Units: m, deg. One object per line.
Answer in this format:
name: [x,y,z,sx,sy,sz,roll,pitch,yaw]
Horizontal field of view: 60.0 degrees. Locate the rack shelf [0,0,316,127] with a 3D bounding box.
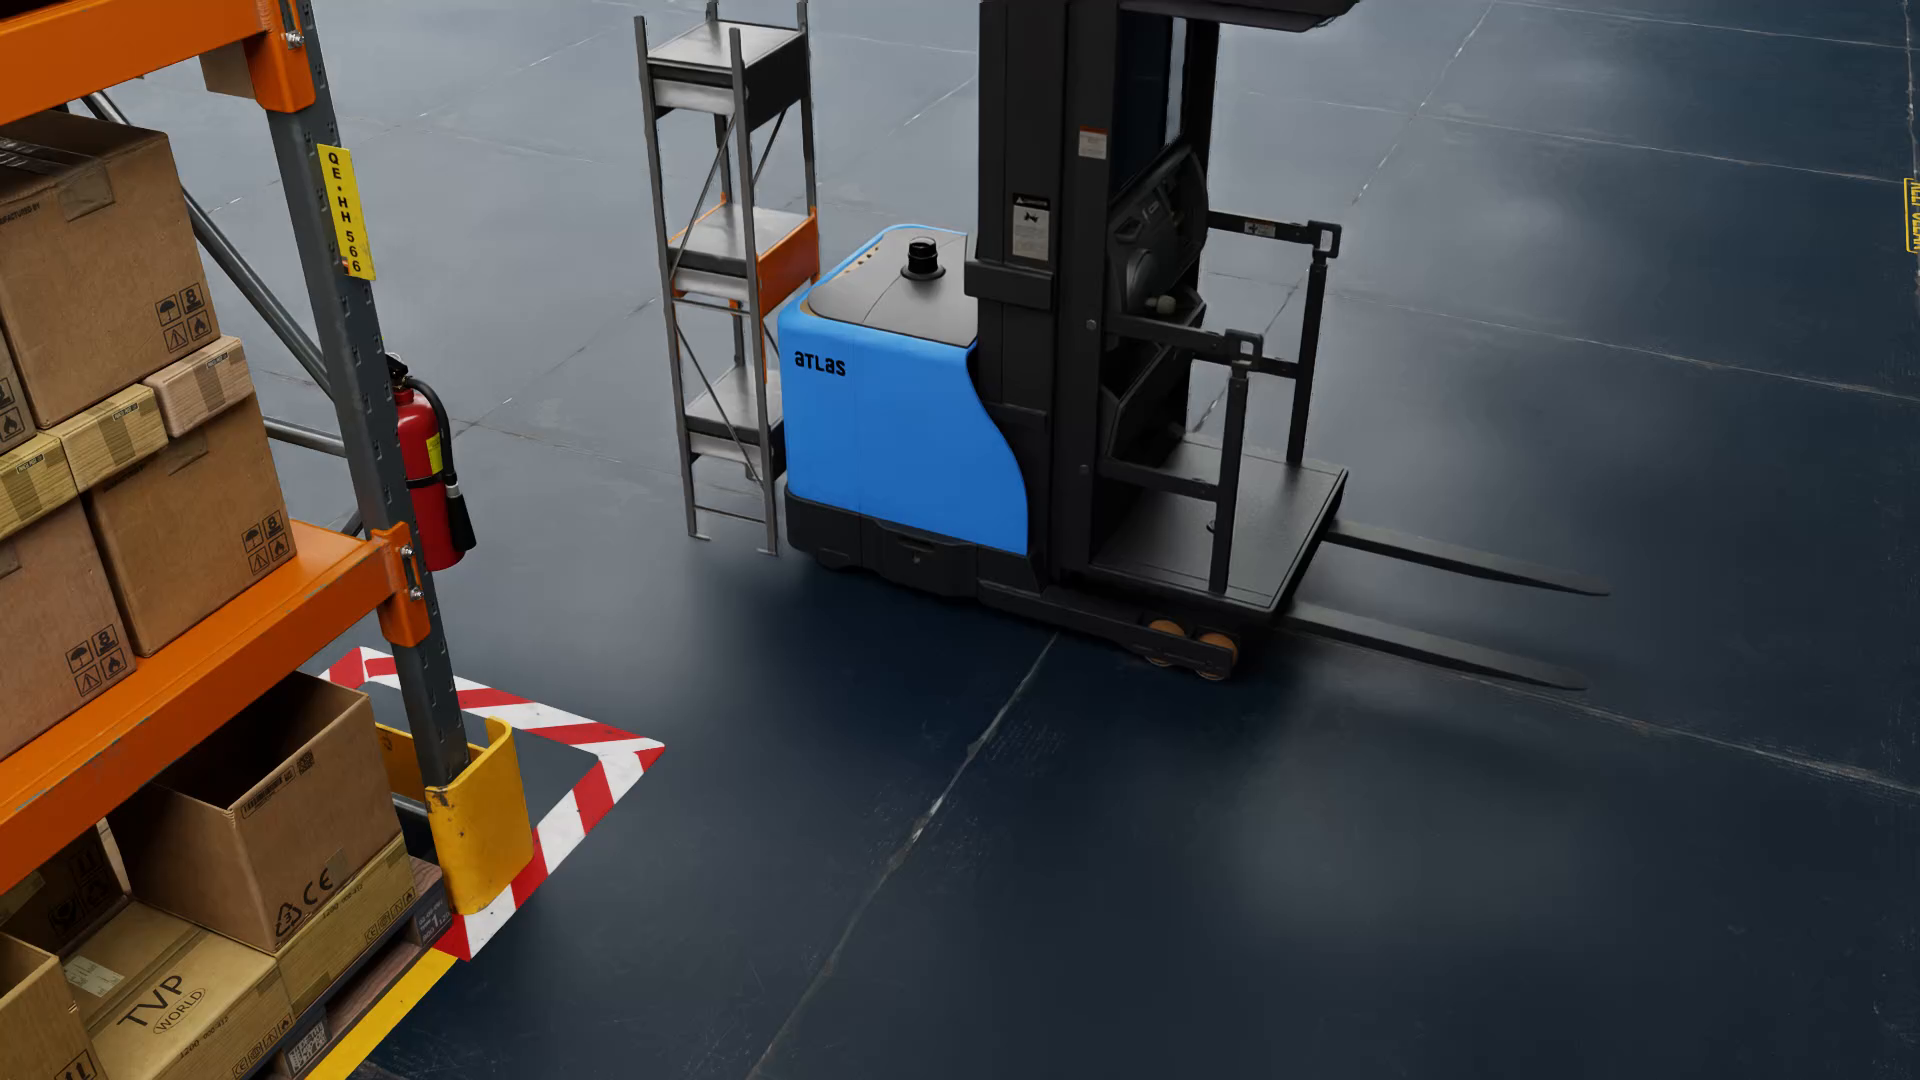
rack shelf: [-2.769,-0.274,2.353,1.077,0.370,4.000,14,36,20]

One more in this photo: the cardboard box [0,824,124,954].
cardboard box: [-2.566,0.809,4.221,0.500,0.500,0.500,14,36,20]

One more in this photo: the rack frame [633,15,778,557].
rack frame: [-0.917,-0.856,6.140,0.400,2.100,0.015,13,35,18]

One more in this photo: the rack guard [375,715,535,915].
rack guard: [-1.922,0.717,5.201,1.175,0.500,0.348,14,36,20]

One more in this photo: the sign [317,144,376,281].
sign: [-1.445,-0.769,3.915,0.100,0.325,0.005,14,36,20]

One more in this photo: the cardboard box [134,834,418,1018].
cardboard box: [-1.888,0.992,4.626,0.500,0.250,0.500,14,36,20]

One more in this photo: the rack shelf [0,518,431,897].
rack shelf: [-2.769,0.980,3.176,1.077,0.370,4.000,14,36,20]

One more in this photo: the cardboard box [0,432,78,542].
cardboard box: [-2.134,-0.138,3.542,0.380,0.149,0.250,14,36,20]

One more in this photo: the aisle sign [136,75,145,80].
aisle sign: [-2.183,-1.507,3.942,0.394,0.787,0.004,14,36,20]

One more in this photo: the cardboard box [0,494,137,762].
cardboard box: [-2.355,0.134,3.720,0.700,0.500,0.500,15,36,22]

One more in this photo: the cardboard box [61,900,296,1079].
cardboard box: [-2.087,1.244,4.242,0.500,0.250,0.500,14,36,20]

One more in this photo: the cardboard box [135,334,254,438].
cardboard box: [-1.919,-0.396,3.935,0.380,0.149,0.250,14,36,20]

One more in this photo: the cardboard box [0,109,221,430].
cardboard box: [-2.161,-0.645,3.724,0.700,0.500,0.500,14,36,21]

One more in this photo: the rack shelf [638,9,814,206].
rack shelf: [-0.825,-1.553,5.953,0.431,0.518,0.480,13,35,18]

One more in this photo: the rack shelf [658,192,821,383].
rack shelf: [-0.825,-0.968,6.336,0.431,0.518,0.480,13,35,18]

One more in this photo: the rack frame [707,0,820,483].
rack frame: [-0.733,-1.103,6.518,0.400,2.100,0.015,13,35,18]

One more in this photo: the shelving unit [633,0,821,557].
shelving unit: [-0.825,-0.980,6.329,0.431,2.100,0.503,13,35,18]

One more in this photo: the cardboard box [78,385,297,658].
cardboard box: [-2.139,-0.129,4.120,0.700,0.500,0.500,14,36,20]

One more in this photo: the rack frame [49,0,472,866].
rack frame: [-1.932,-0.317,4.498,1.000,3.000,0.127,14,36,20]

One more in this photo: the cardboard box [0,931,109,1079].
cardboard box: [-2.291,1.181,3.655,0.500,0.500,0.500,14,36,20]

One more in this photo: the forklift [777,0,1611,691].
forklift: [0.871,-1.055,5.685,3.031,2.935,1.130,14,36,21]

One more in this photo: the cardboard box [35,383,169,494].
cardboard box: [-2.027,-0.265,3.736,0.380,0.149,0.250,15,36,22]

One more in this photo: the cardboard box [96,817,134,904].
cardboard box: [-2.359,0.873,4.807,0.500,0.250,0.500,14,36,20]

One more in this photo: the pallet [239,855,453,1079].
pallet: [-2.214,1.240,4.667,1.003,0.211,1.213,14,36,20]

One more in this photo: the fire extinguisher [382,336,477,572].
fire extinguisher: [-1.461,-0.237,4.446,0.296,0.674,0.183,14,36,20]

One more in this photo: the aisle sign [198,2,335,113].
aisle sign: [-1.638,-1.369,3.732,0.394,0.787,0.004,14,36,20]

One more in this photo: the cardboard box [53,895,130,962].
cardboard box: [-2.565,1.123,4.426,0.500,0.250,0.500,14,36,20]

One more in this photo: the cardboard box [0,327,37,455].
cardboard box: [-2.376,-0.382,3.323,0.700,0.500,0.500,13,36,19]

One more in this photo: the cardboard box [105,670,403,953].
cardboard box: [-1.886,0.679,4.419,0.500,0.500,0.500,14,36,20]

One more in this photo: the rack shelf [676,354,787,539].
rack shelf: [-0.825,-0.383,6.720,0.431,0.518,0.480,13,35,18]
